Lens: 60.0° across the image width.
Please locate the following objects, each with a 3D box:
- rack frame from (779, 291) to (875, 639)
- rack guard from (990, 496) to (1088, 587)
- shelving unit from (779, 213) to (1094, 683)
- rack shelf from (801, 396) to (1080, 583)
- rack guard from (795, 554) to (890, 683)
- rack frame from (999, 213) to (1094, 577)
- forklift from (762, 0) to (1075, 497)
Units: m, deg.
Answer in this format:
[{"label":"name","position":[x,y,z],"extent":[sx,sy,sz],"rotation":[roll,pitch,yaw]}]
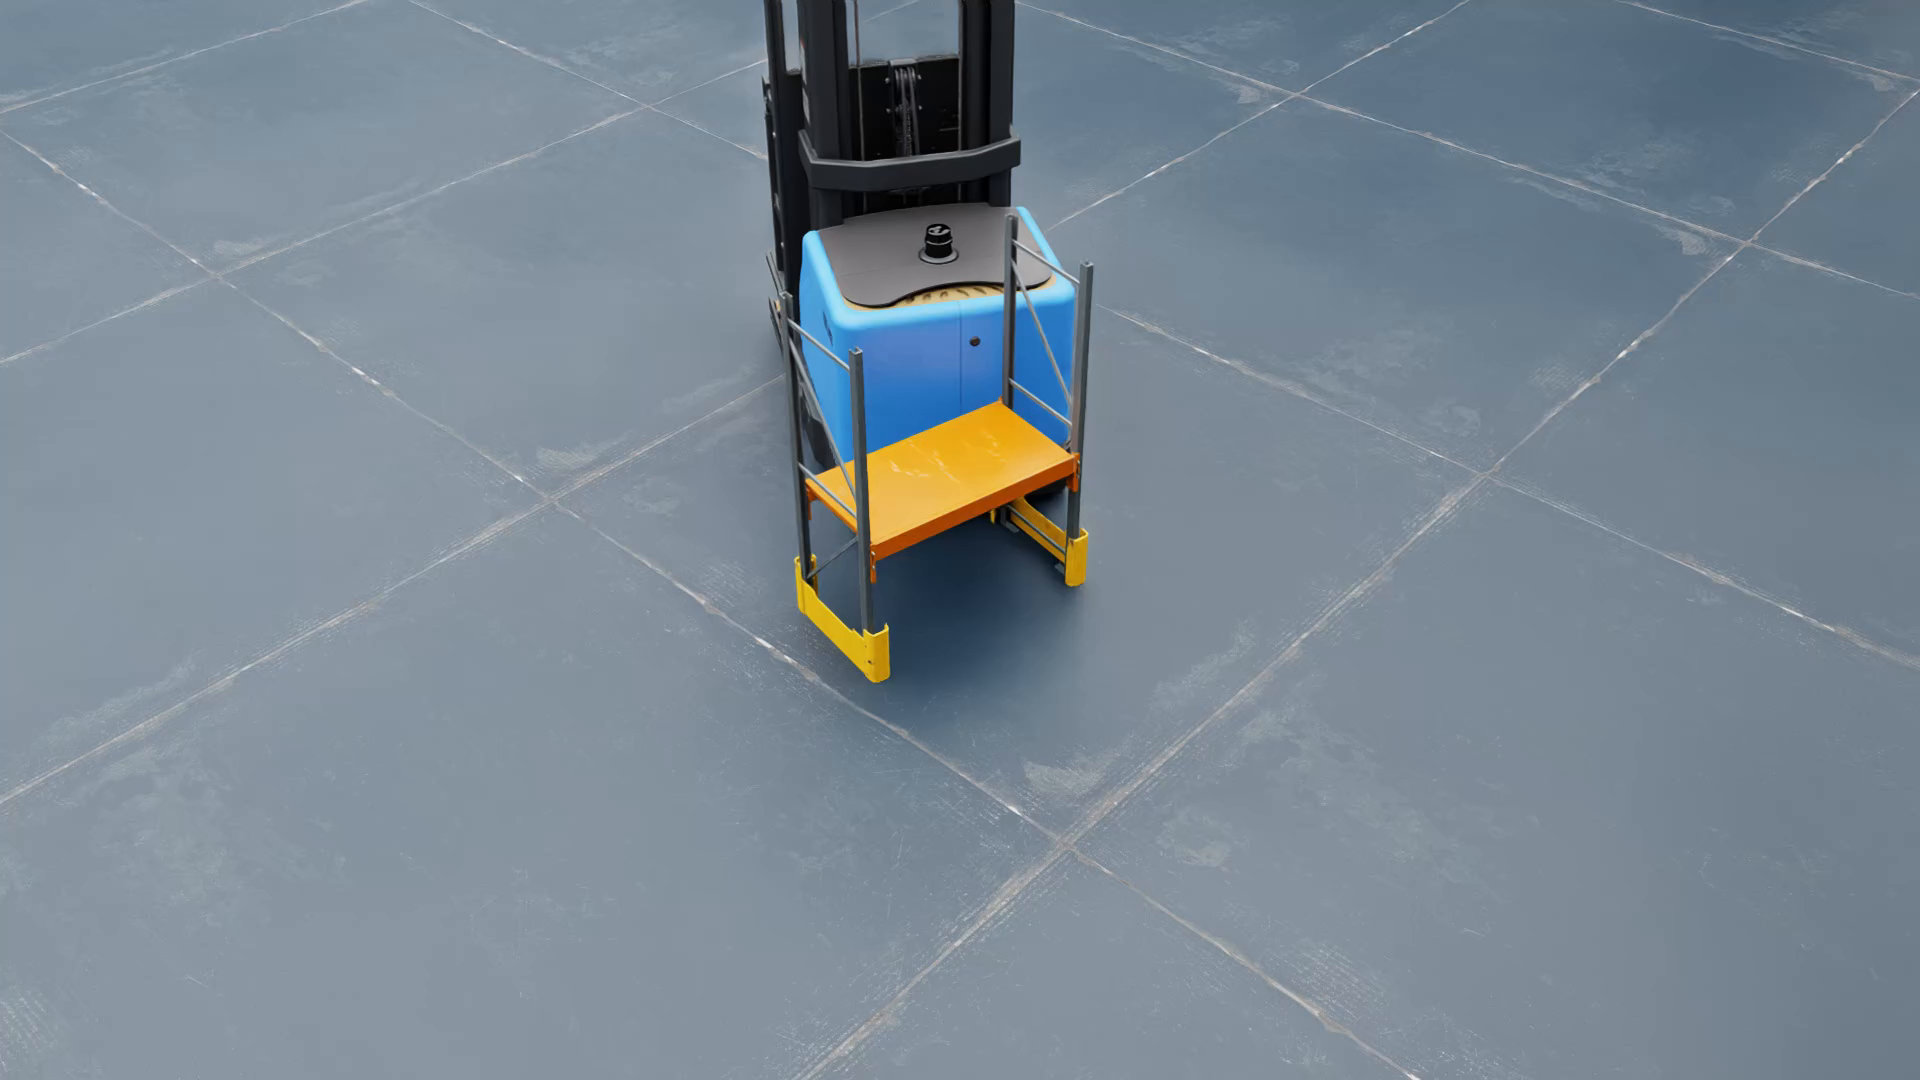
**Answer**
[{"label":"rack frame","position":[-0.489,-0.173,6.263],"extent":[0.032,1.500,0.500],"rotation":[-24,45,-27]},{"label":"rack guard","position":[0.332,-0.056,7.120],"extent":[0.087,0.250,0.587],"rotation":[-24,45,-27]},{"label":"shelving unit","position":[-0.071,-0.363,6.501],"extent":[1.083,1.500,0.587],"rotation":[-24,45,-27]},{"label":"rack shelf","position":[-0.078,-0.219,6.609],"extent":[1.000,0.185,0.538],"rotation":[-24,45,-27]},{"label":"rack guard","position":[-0.473,0.309,6.661],"extent":[0.087,0.250,0.587],"rotation":[-24,45,-27]},{"label":"rack frame","position":[0.333,-0.546,6.731],"extent":[0.032,1.500,0.500],"rotation":[-24,45,-27]},{"label":"forklift","position":[-0.360,-2.153,7.603],"extent":[1.130,2.935,3.031],"rotation":[-9,39,-11]}]
